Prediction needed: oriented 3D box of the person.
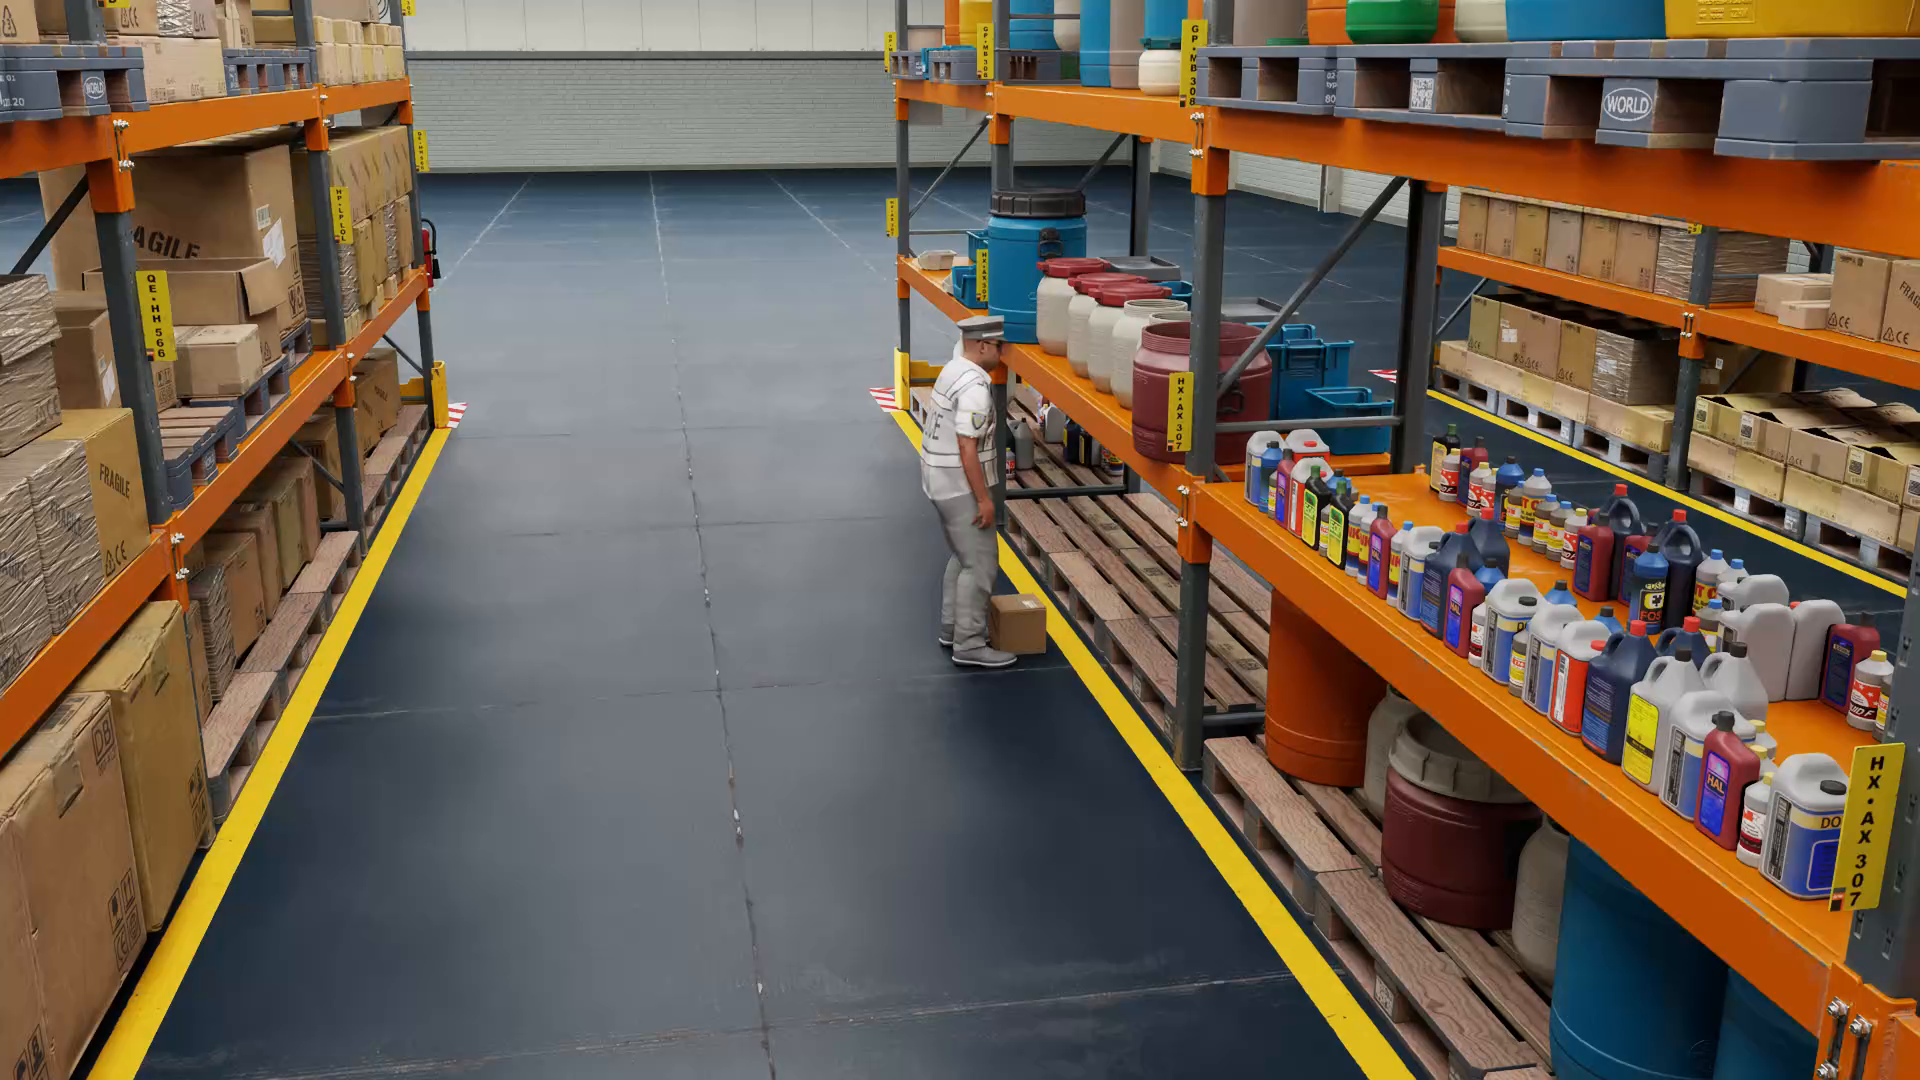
[{"bbox_3d":[0.032,-0.259,8.411,0.439,1.748,0.586,-3,17,-10],"label":"person"}]
